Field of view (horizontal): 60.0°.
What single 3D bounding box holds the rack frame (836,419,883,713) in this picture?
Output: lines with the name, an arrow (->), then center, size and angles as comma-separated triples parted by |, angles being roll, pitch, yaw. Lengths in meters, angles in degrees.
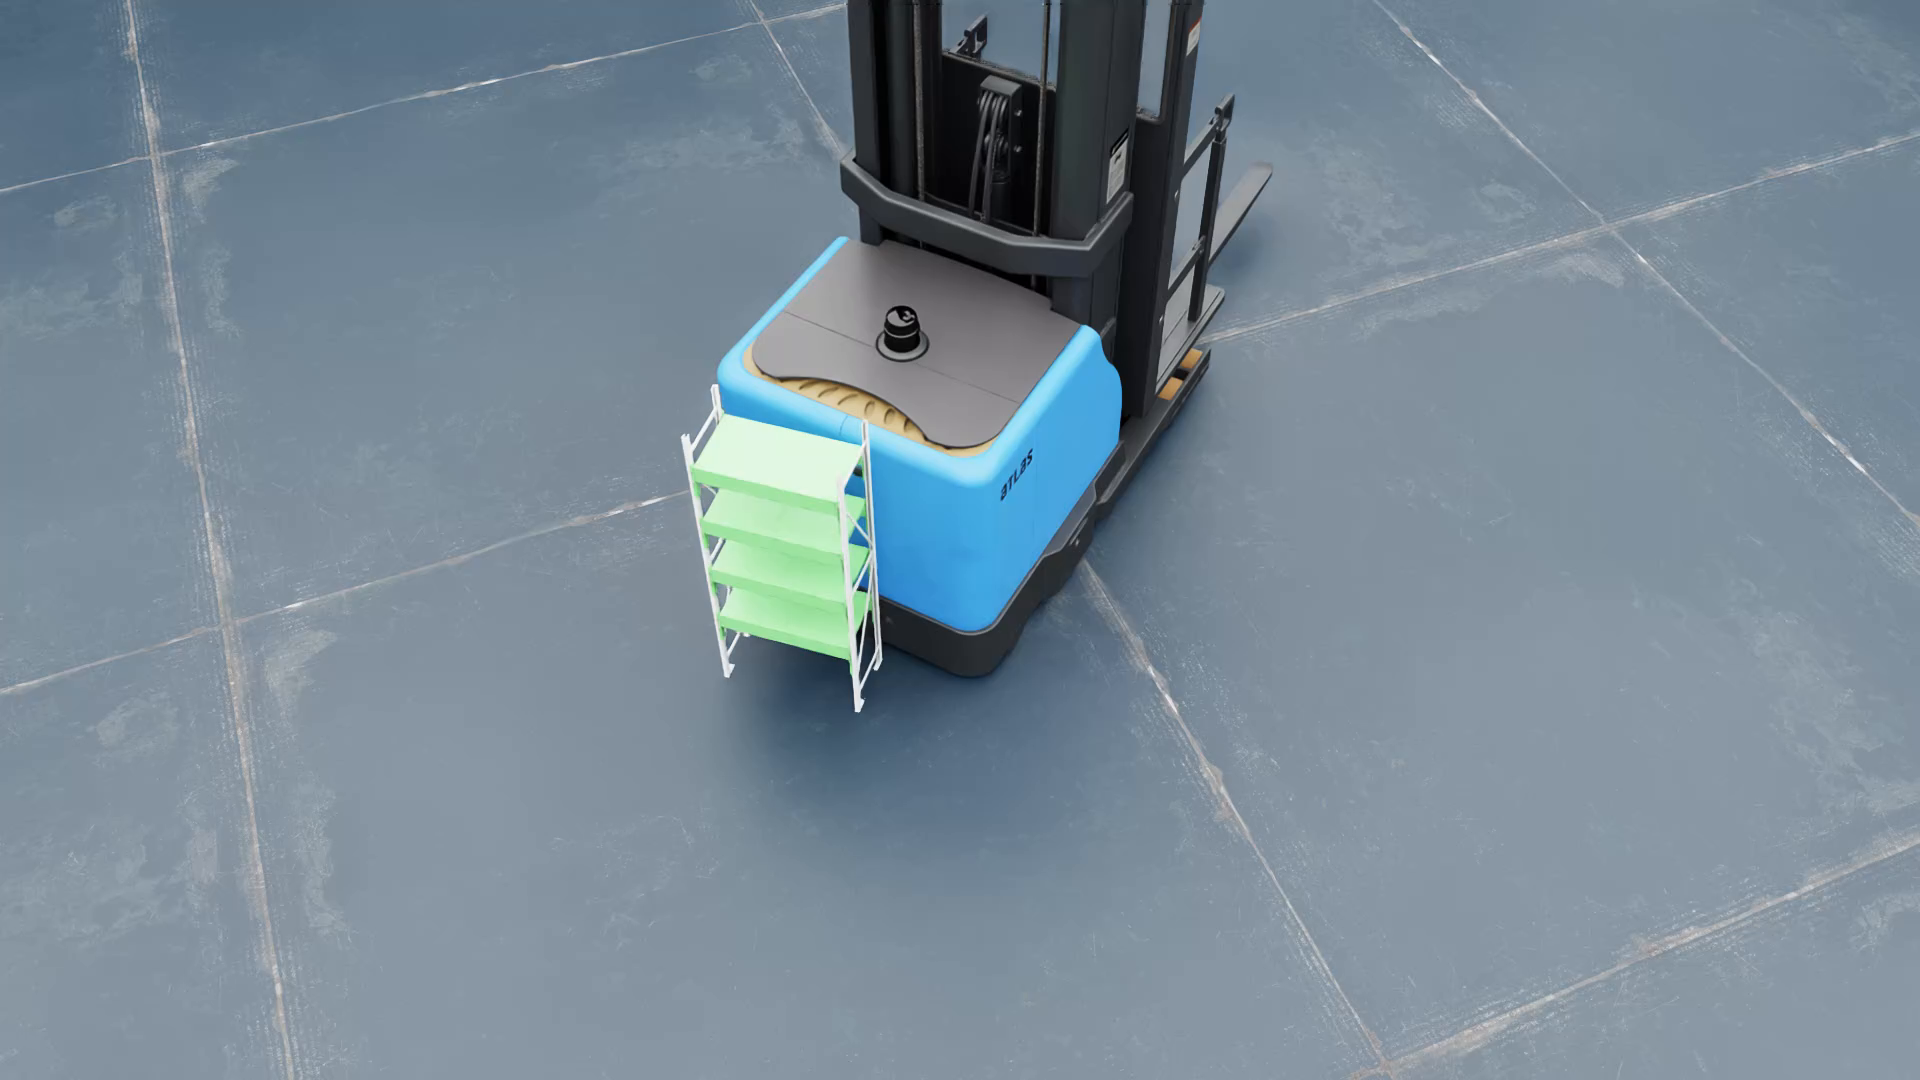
rack frame -> -0.318, 0.118, 5.358 | 0.015, 1.200, 0.240 | 14, 51, 12

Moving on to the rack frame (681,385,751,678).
rack frame -> -0.782, 0.004, 5.456 | 0.015, 1.200, 0.240 | 14, 51, 12

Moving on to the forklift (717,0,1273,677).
forklift -> 0.361, -1.602, 5.694 | 1.130, 2.935, 3.031 | 23, 53, 19

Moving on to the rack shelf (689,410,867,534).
rack shelf -> -0.550, -0.210, 5.091 | 0.480, 0.148, 0.258 | 14, 51, 12

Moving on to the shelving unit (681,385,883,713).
shelving unit -> -0.550, 0.061, 5.407 | 0.503, 1.200, 0.258 | 14, 51, 12

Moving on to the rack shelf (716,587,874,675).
rack shelf -> -0.550, 0.259, 5.637 | 0.480, 0.148, 0.258 | 14, 51, 12

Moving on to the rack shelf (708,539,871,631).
rack shelf -> -0.550, 0.102, 5.455 | 0.480, 0.148, 0.258 | 14, 51, 12

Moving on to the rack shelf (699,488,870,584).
rack shelf -> -0.550, -0.054, 5.273 | 0.480, 0.148, 0.258 | 14, 51, 12
